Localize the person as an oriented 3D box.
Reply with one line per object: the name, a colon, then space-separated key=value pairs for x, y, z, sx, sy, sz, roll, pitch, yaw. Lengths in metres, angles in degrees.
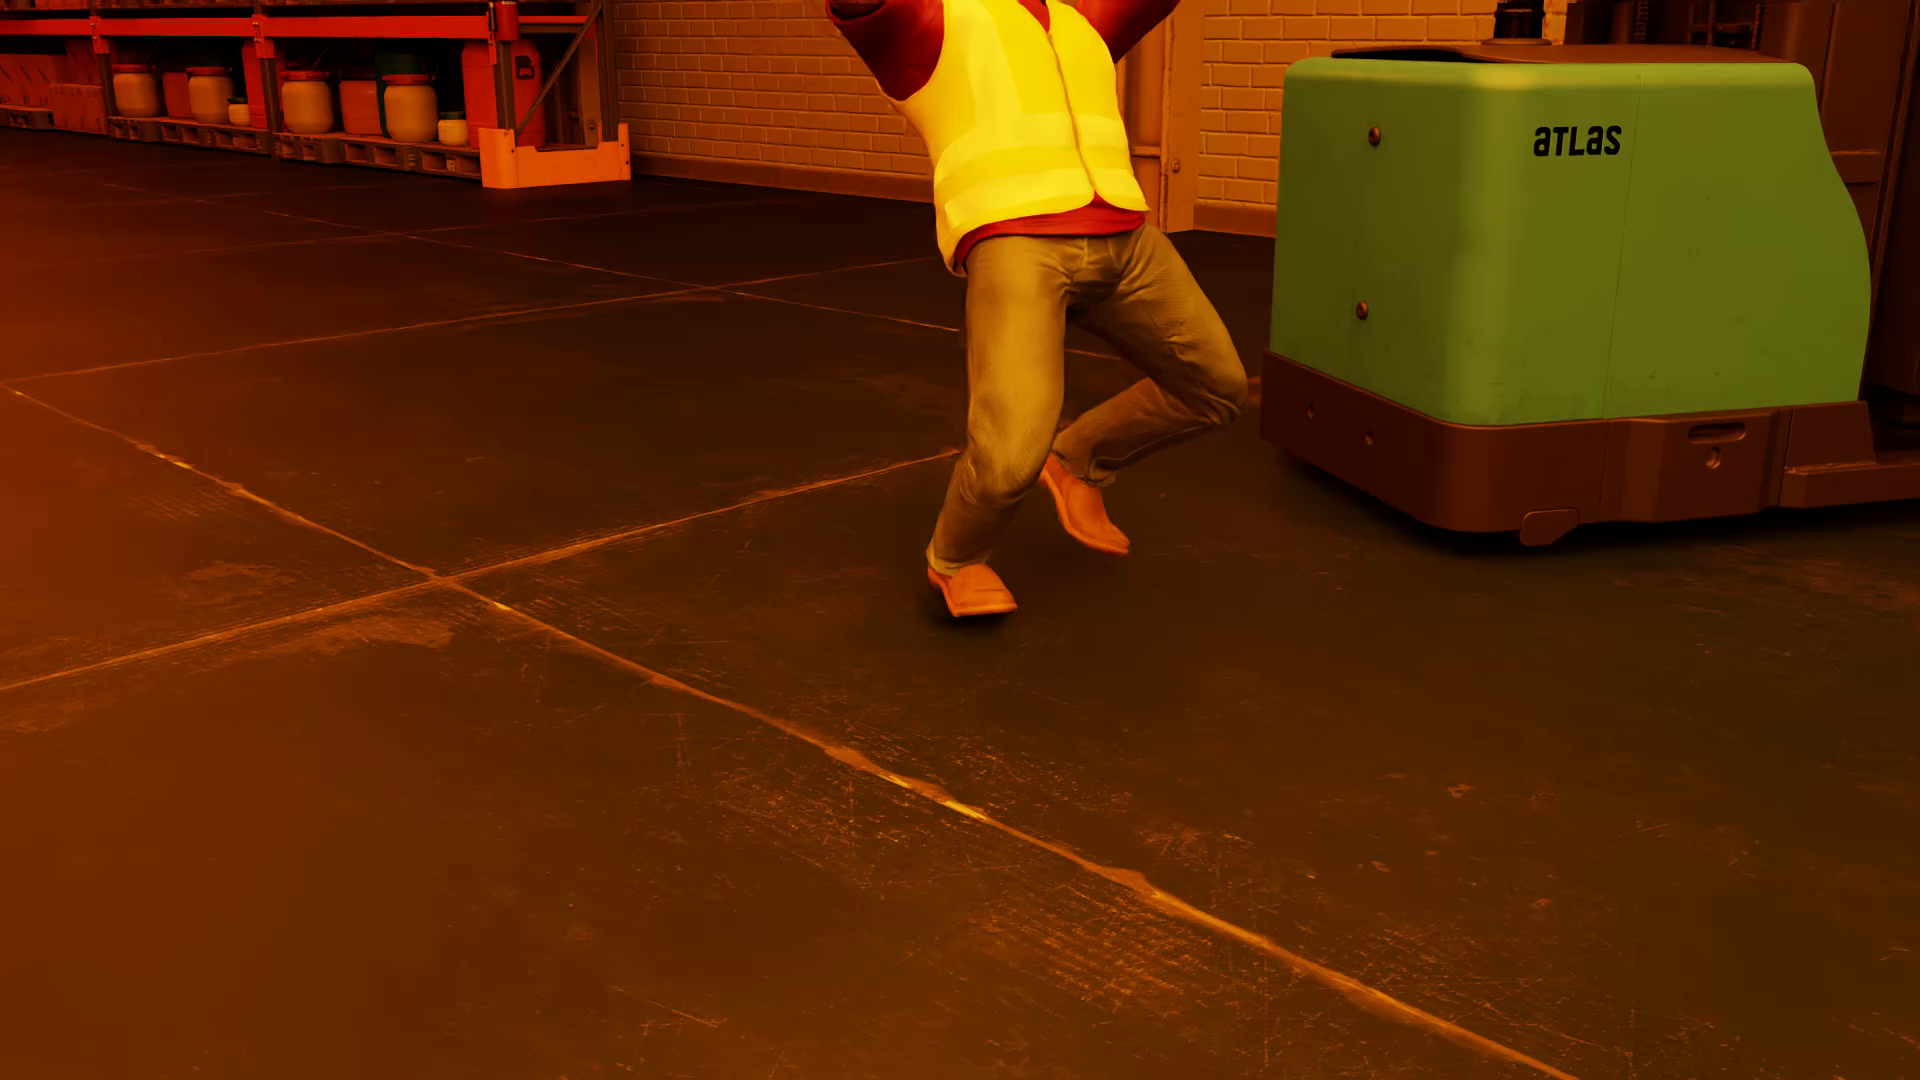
person: x=0.024 y=-0.651 z=3.193 sx=1.090 sy=1.622 sz=0.702 roll=-15 pitch=22 yaw=-39

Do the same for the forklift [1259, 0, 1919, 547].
forklift: x=2.399 y=-1.609 z=4.138 sx=3.031 sy=2.935 sz=1.130 roll=-5 pitch=18 yaw=-15
